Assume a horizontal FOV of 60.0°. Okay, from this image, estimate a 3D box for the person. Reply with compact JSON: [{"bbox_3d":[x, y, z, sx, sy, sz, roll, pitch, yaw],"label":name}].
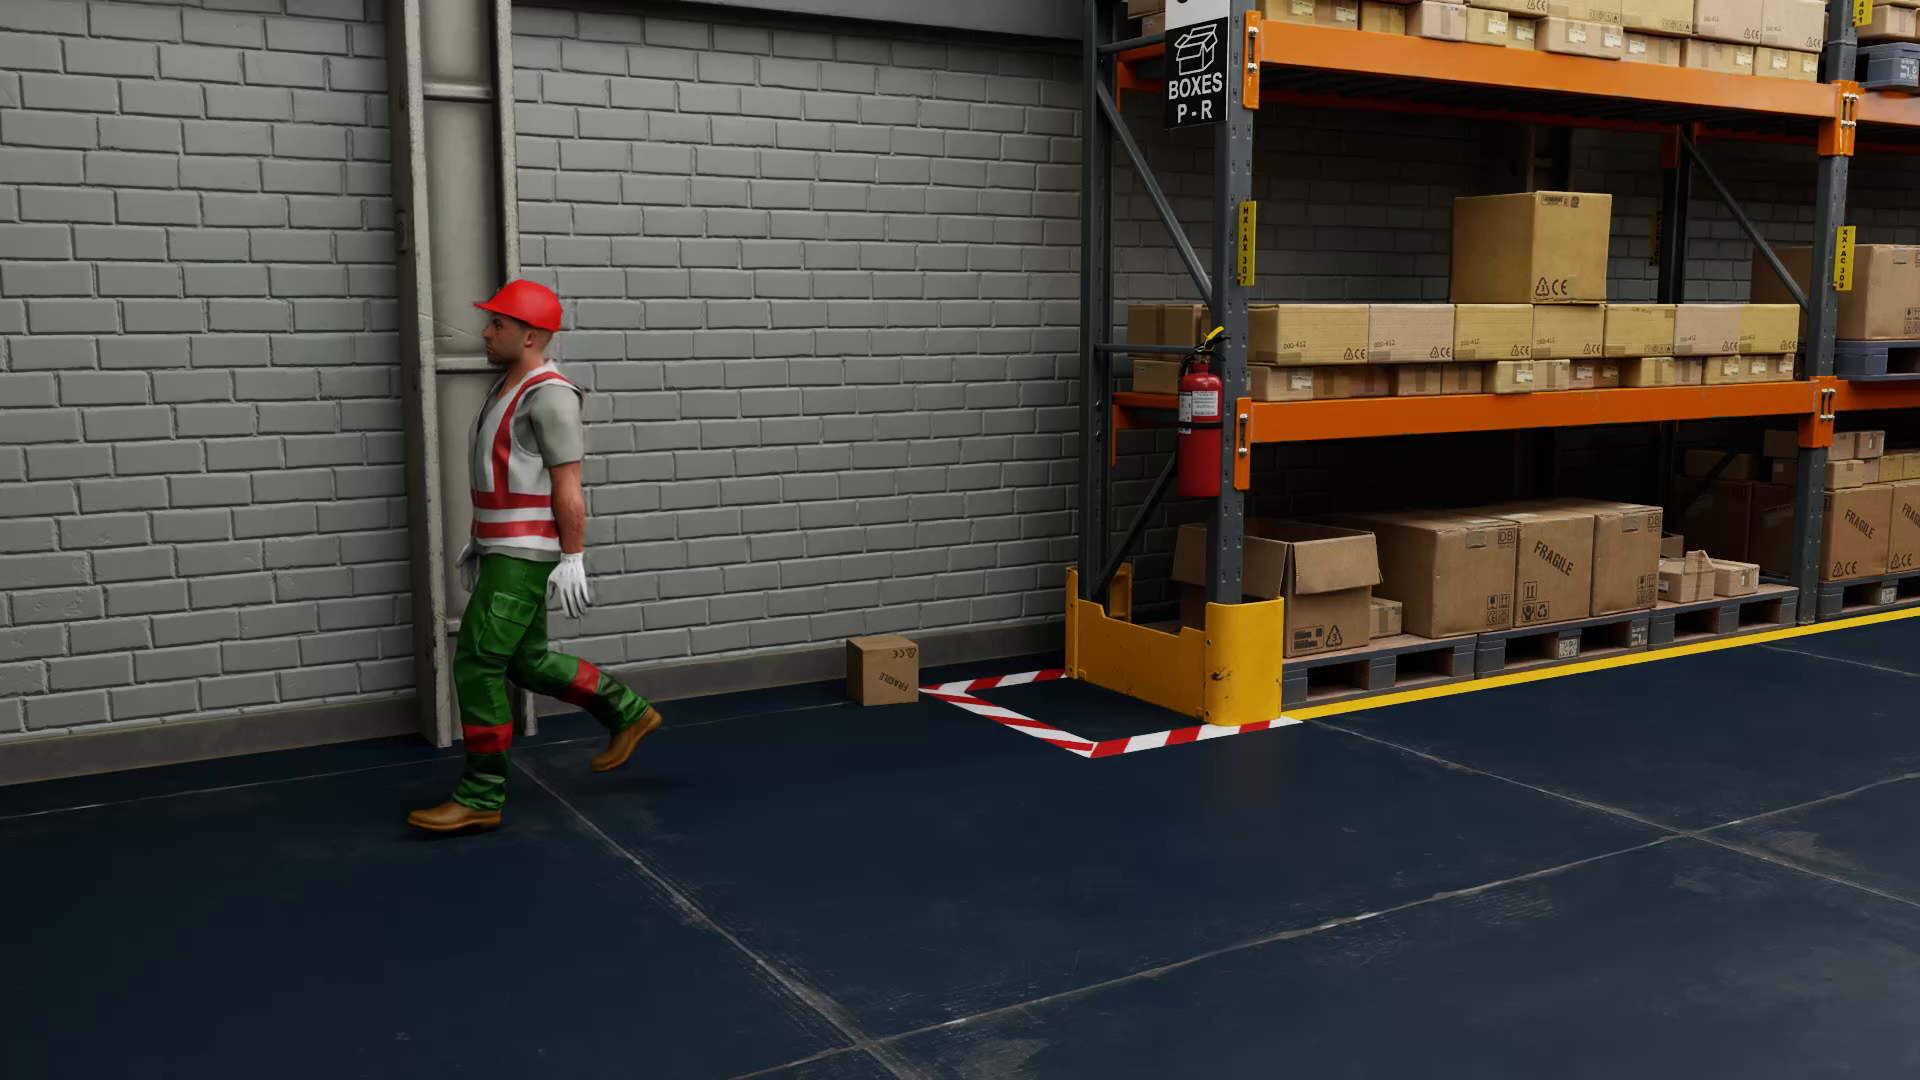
[{"bbox_3d":[-1.403,0.036,5.465,0.913,1.762,0.553,-4,9,-29],"label":"person"}]
